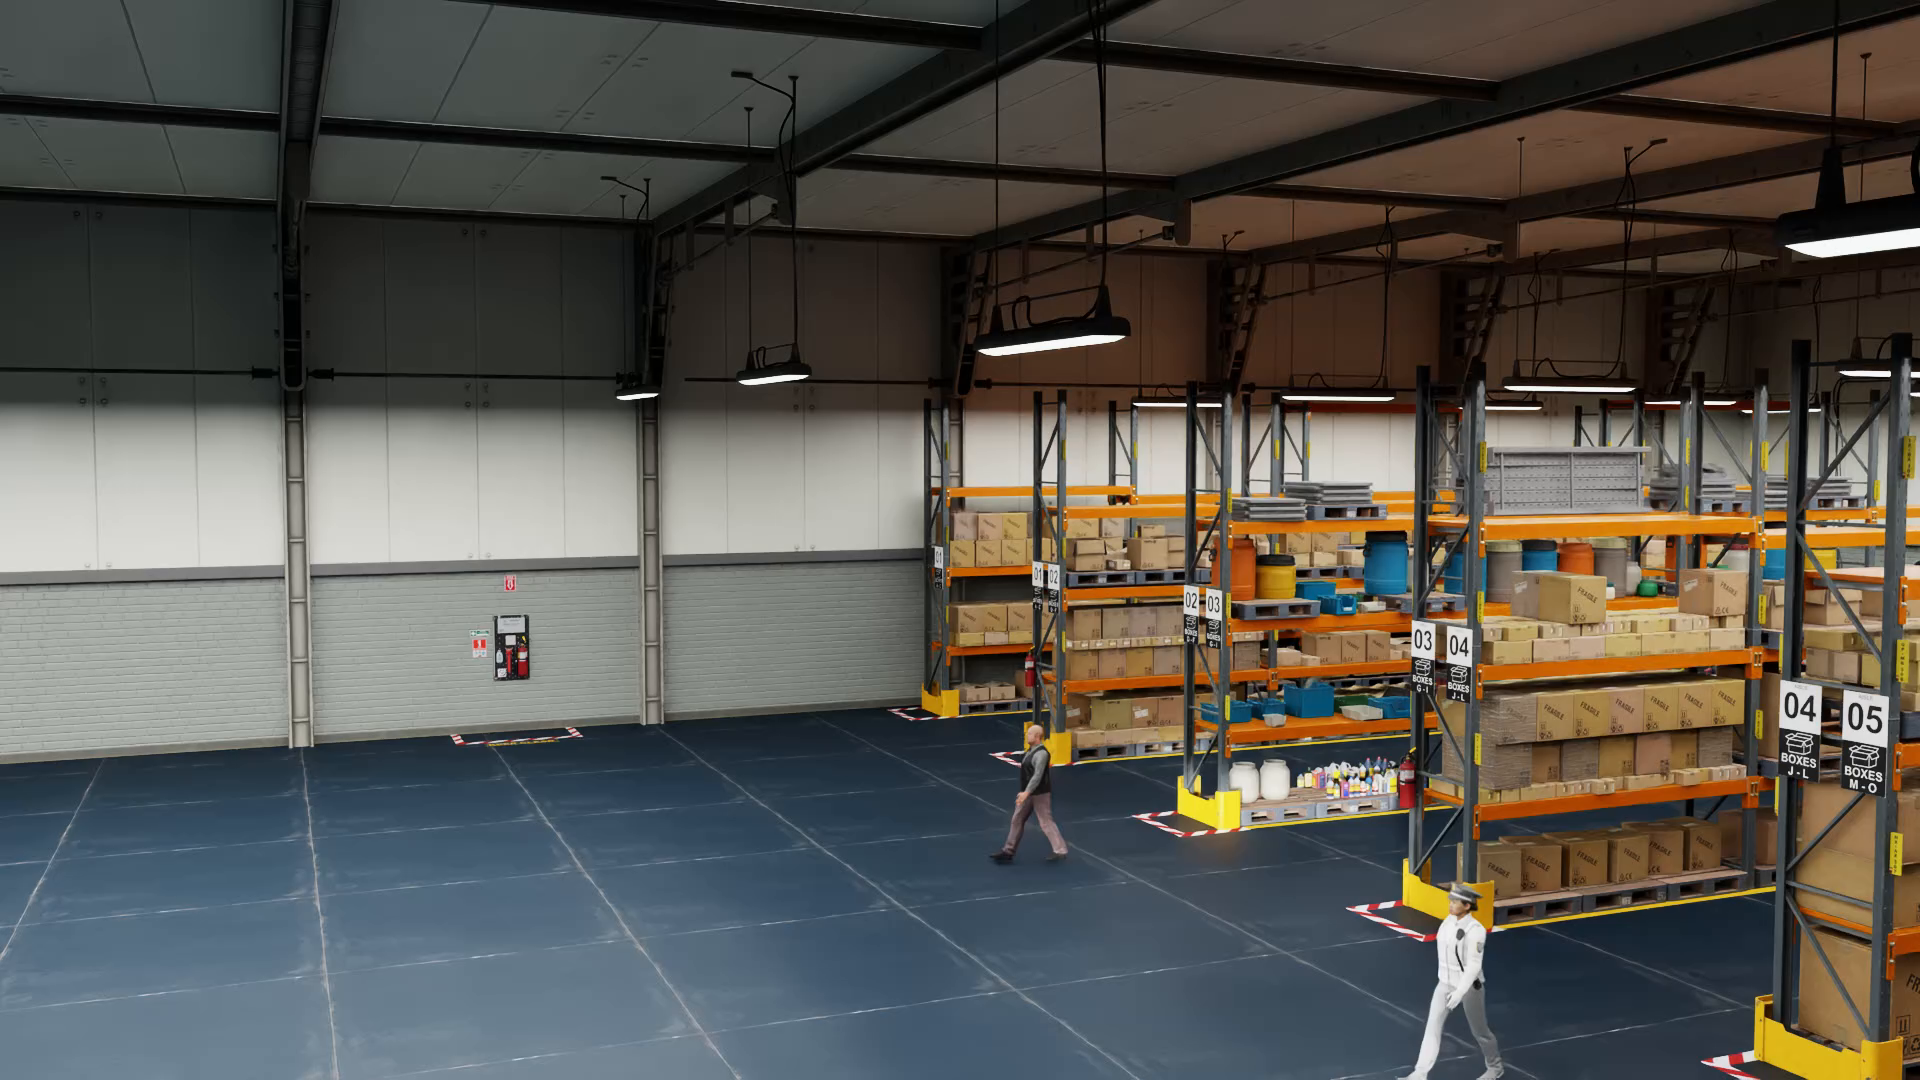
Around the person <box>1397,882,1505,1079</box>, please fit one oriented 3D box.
[{"bbox_3d":[3.931,3.542,13.220,0.989,1.634,0.512,-2,4,-28],"label":"person"}]

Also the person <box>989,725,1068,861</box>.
[{"bbox_3d":[0.855,3.107,20.377,0.970,1.674,0.552,-1,3,-16],"label":"person"}]

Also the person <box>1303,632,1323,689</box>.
[{"bbox_3d":[6.716,2.520,31.361,0.698,1.607,0.652,-1,3,-13],"label":"person"}]
